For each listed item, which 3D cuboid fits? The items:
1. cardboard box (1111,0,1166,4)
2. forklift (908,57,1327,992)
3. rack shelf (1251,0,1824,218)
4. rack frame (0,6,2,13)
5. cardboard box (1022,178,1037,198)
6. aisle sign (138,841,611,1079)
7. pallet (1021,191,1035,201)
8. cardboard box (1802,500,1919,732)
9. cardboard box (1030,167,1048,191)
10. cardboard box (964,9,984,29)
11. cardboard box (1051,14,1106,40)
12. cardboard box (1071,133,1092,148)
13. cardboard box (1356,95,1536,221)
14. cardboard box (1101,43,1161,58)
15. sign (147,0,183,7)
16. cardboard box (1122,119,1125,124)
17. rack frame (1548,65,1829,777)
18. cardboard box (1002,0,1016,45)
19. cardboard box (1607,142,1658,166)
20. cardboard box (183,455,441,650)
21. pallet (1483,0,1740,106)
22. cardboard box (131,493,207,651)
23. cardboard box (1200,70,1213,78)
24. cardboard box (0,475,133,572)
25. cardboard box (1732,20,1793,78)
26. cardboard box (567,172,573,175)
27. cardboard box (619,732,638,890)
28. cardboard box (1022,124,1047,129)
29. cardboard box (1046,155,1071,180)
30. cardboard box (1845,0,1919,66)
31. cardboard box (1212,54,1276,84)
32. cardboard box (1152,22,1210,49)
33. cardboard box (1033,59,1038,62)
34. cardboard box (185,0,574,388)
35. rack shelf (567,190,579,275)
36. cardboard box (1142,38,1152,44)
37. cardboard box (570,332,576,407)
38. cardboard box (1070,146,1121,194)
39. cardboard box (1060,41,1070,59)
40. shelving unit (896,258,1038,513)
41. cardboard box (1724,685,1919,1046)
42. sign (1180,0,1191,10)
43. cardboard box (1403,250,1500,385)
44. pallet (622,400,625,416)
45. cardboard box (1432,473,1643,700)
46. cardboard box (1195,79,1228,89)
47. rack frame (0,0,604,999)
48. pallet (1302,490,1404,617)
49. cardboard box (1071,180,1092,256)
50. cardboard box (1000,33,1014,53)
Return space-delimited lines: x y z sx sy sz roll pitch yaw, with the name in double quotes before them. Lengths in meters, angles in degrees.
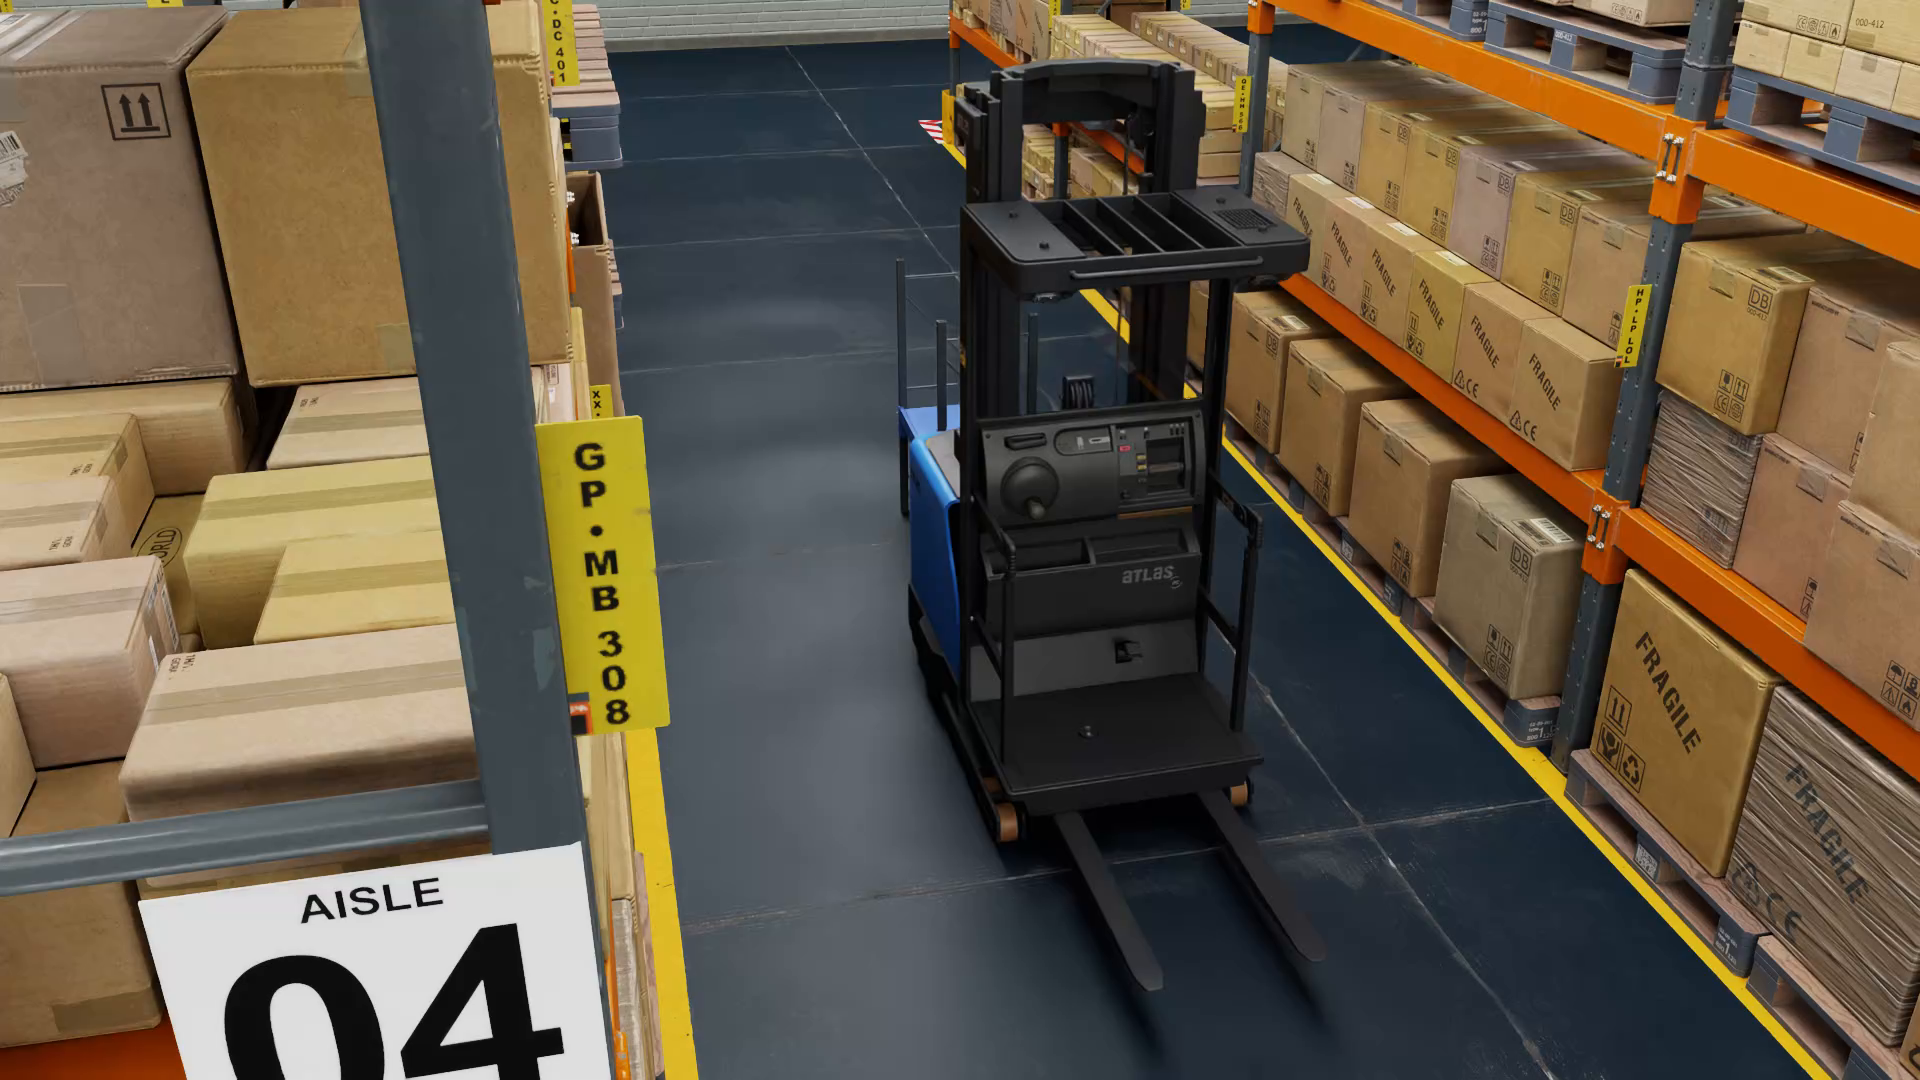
"cardboard box" 1.426 -4.749 13.780 0.500 0.500 0.500 -5 27 -10
"forklift" 0.599 -0.263 6.517 1.130 2.935 3.031 -6 27 -13
"rack shelf" 2.642 -2.287 7.921 1.077 0.370 4.000 -6 27 -12
"rack frame" -9.292 -4.697 15.226 1.000 3.000 0.127 -6 27 -12
"cardboard box" 0.770 -3.187 14.934 0.380 0.149 0.250 -7 28 -13
"aisle sign" -0.554 0.661 1.727 0.394 0.787 0.004 -6 27 -12
"pallet" 1.104 -2.949 14.859 1.003 0.211 1.213 -6 27 -12
"cardboard box" 3.341 0.191 5.376 0.875 0.550 0.550 -6 27 -12
"cardboard box" 0.836 -3.174 14.577 0.380 0.149 0.250 -7 28 -14
"cardboard box" 0.249 -5.140 16.384 0.380 0.149 0.250 -7 28 -13
"cardboard box" 0.931 -4.024 13.046 0.380 0.149 0.250 -5 27 -9
"cardboard box" 1.224 -3.601 15.092 0.380 0.149 0.250 -7 28 -13
"cardboard box" 2.516 -1.993 8.649 0.700 0.500 0.500 -6 27 -12
"cardboard box" 1.223 -3.457 11.922 0.380 0.149 0.250 -5 27 -10
"sign" -2.302 -1.619 4.790 0.100 0.325 0.005 -6 27 -12
"cardboard box" 1.349 -2.956 11.590 0.380 0.149 0.250 -5 27 -10
"rack frame" 3.093 -0.391 6.695 1.000 3.000 0.127 -6 27 -12
"cardboard box" 0.679 -4.711 14.813 0.500 0.500 0.500 -6 27 -12
"cardboard box" 6.308 -3.425 14.598 0.875 0.875 0.875 -5 27 -10
"cardboard box" -0.838 0.008 2.300 0.380 0.149 0.250 -6 27 -13
"pallet" 2.839 -2.042 6.850 0.805 0.209 1.217 -7 28 -14
"cardboard box" -1.332 0.148 2.466 0.500 0.250 0.500 -6 27 -11
"cardboard box" 1.922 -3.271 11.884 0.380 0.149 0.250 -5 27 -10
"cardboard box" -1.340 0.049 2.219 0.380 0.149 0.250 -7 28 -14
"cardboard box" 2.844 -1.656 5.574 0.380 0.149 0.250 -6 27 -12
"cardboard box" -2.508 -1.973 9.719 0.500 0.500 0.500 -5 27 -10
"cardboard box" -0.939 0.492 3.396 0.500 0.500 0.500 -6 27 -12
"cardboard box" 0.591 -3.778 15.444 0.380 0.149 0.250 -7 28 -13
"cardboard box" 0.956 -3.213 14.324 0.380 0.149 0.250 -5 27 -10
"cardboard box" 3.046 -1.563 4.949 0.500 0.250 0.500 -6 27 -12
"cardboard box" 1.979 -3.287 11.586 0.380 0.149 0.250 -5 27 -10
"cardboard box" 1.689 -3.856 12.713 0.380 0.149 0.250 -7 28 -13
"cardboard box" 0.834 -3.994 14.114 0.380 0.149 0.250 -7 28 -13
"cardboard box" -0.932 -0.594 2.774 0.500 0.500 0.500 -6 27 -12
"rack shelf" -2.213 -1.827 7.011 1.077 0.370 4.000 -6 27 -12
"cardboard box" 1.633 -3.841 13.013 0.380 0.149 0.250 -6 27 -11
"cardboard box" -1.070 -0.357 3.466 0.500 0.250 0.500 -5 27 -10
"cardboard box" 1.199 -2.958 13.257 0.500 0.250 0.500 -7 28 -14
"cardboard box" 0.991 -3.778 12.888 0.380 0.149 0.250 -6 27 -13
"shelving unit" 0.019 -0.632 8.838 0.538 1.500 1.048 -6 27 -12
"cardboard box" 3.374 1.049 5.735 0.875 0.875 0.875 -6 27 -11
"sign" 1.830 -4.478 13.507 0.100 0.325 0.005 -6 27 -12
"cardboard box" 2.487 -1.081 7.952 0.500 0.500 0.500 -6 27 -11
"pallet" -1.792 -0.196 6.523 1.003 0.211 1.213 -6 27 -12
"cardboard box" 2.866 0.163 7.630 1.050 0.750 0.750 -6 27 -12
"cardboard box" 1.521 -2.882 10.783 0.380 0.149 0.250 -5 27 -10
"rack frame" -0.861 -0.854 0.955 1.000 3.000 0.127 -6 27 -12
"pallet" 2.567 -0.014 9.043 1.003 0.211 1.213 -6 27 -12
"cardboard box" 1.198 -2.623 13.426 0.500 0.500 0.500 -5 27 -10
"cardboard box" 0.575 -4.571 15.257 0.380 0.149 0.250 -5 27 -11
